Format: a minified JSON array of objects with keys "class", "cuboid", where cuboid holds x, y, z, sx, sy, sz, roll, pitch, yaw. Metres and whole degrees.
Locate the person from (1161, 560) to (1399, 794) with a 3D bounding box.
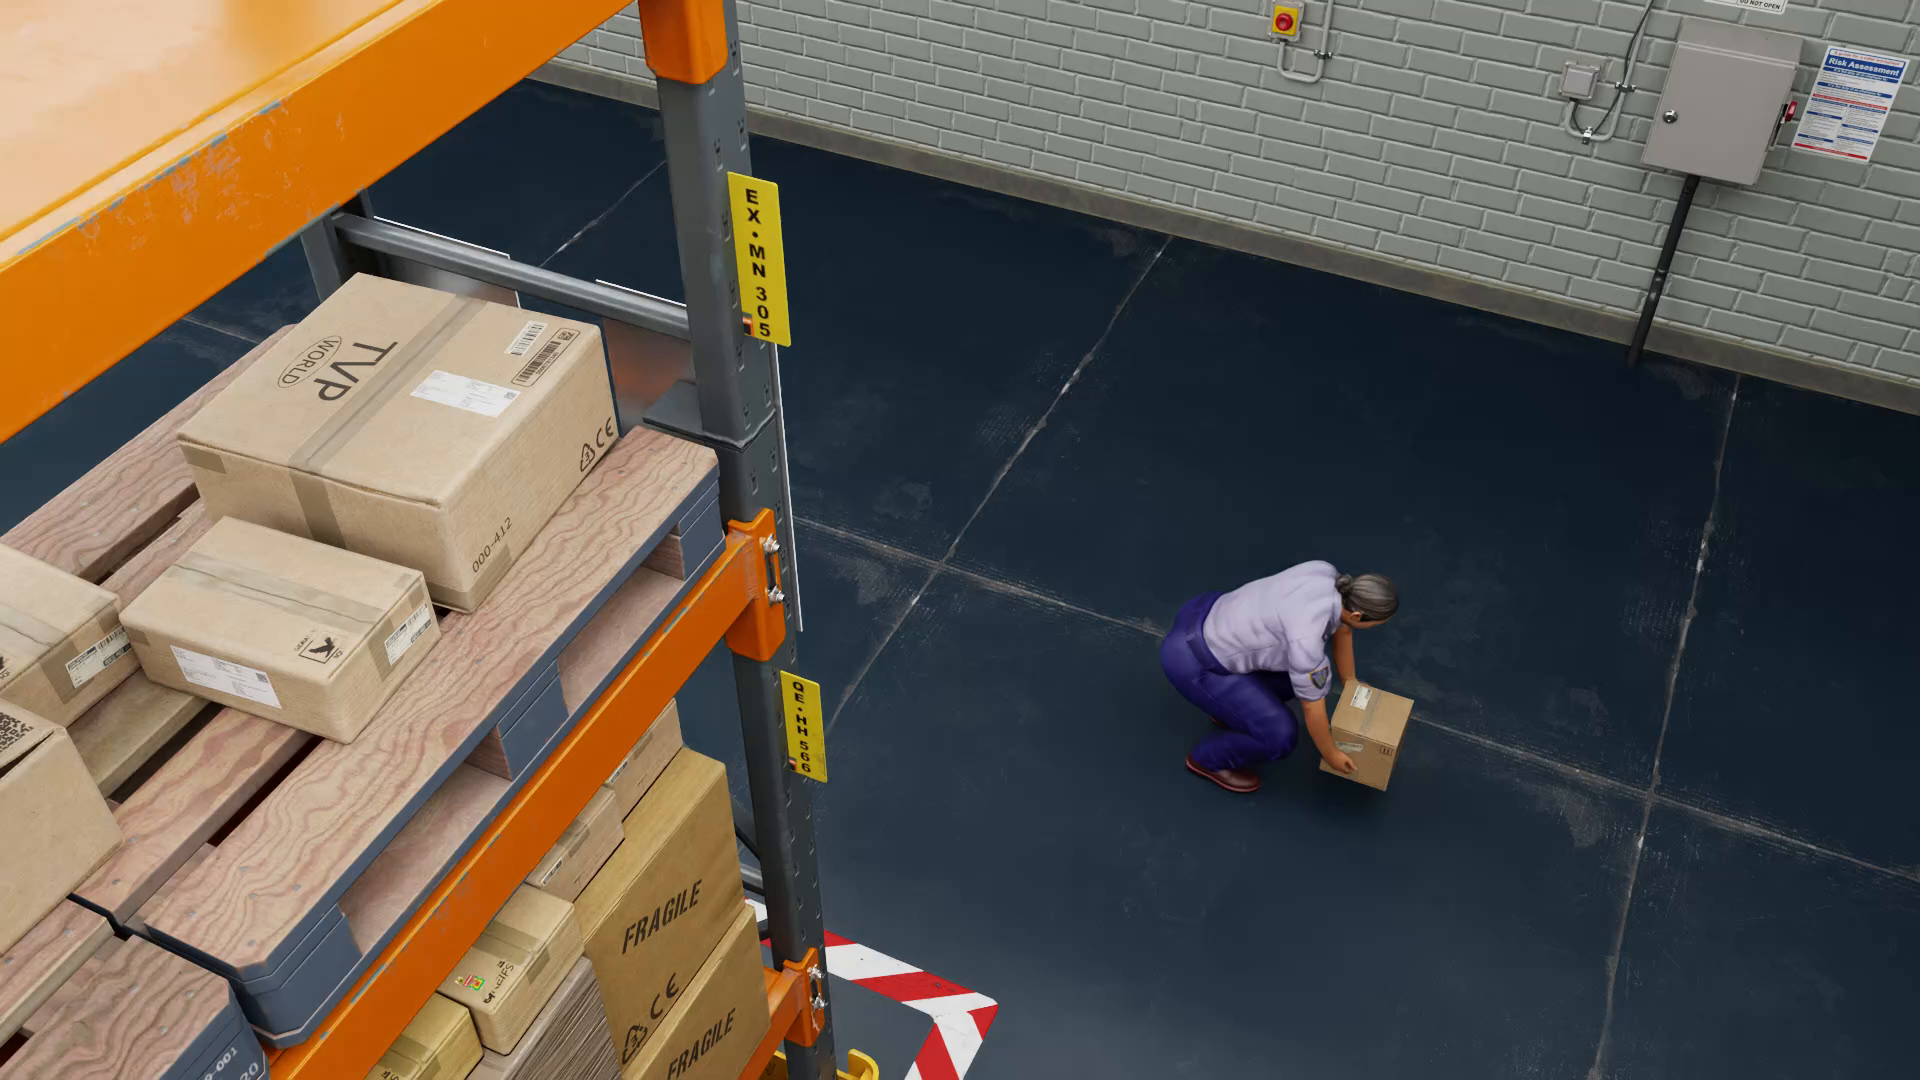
[{"class":"person","cuboid":[1.156,0.452,6.136,0.793,1.033,0.529,17,45,18]}]
